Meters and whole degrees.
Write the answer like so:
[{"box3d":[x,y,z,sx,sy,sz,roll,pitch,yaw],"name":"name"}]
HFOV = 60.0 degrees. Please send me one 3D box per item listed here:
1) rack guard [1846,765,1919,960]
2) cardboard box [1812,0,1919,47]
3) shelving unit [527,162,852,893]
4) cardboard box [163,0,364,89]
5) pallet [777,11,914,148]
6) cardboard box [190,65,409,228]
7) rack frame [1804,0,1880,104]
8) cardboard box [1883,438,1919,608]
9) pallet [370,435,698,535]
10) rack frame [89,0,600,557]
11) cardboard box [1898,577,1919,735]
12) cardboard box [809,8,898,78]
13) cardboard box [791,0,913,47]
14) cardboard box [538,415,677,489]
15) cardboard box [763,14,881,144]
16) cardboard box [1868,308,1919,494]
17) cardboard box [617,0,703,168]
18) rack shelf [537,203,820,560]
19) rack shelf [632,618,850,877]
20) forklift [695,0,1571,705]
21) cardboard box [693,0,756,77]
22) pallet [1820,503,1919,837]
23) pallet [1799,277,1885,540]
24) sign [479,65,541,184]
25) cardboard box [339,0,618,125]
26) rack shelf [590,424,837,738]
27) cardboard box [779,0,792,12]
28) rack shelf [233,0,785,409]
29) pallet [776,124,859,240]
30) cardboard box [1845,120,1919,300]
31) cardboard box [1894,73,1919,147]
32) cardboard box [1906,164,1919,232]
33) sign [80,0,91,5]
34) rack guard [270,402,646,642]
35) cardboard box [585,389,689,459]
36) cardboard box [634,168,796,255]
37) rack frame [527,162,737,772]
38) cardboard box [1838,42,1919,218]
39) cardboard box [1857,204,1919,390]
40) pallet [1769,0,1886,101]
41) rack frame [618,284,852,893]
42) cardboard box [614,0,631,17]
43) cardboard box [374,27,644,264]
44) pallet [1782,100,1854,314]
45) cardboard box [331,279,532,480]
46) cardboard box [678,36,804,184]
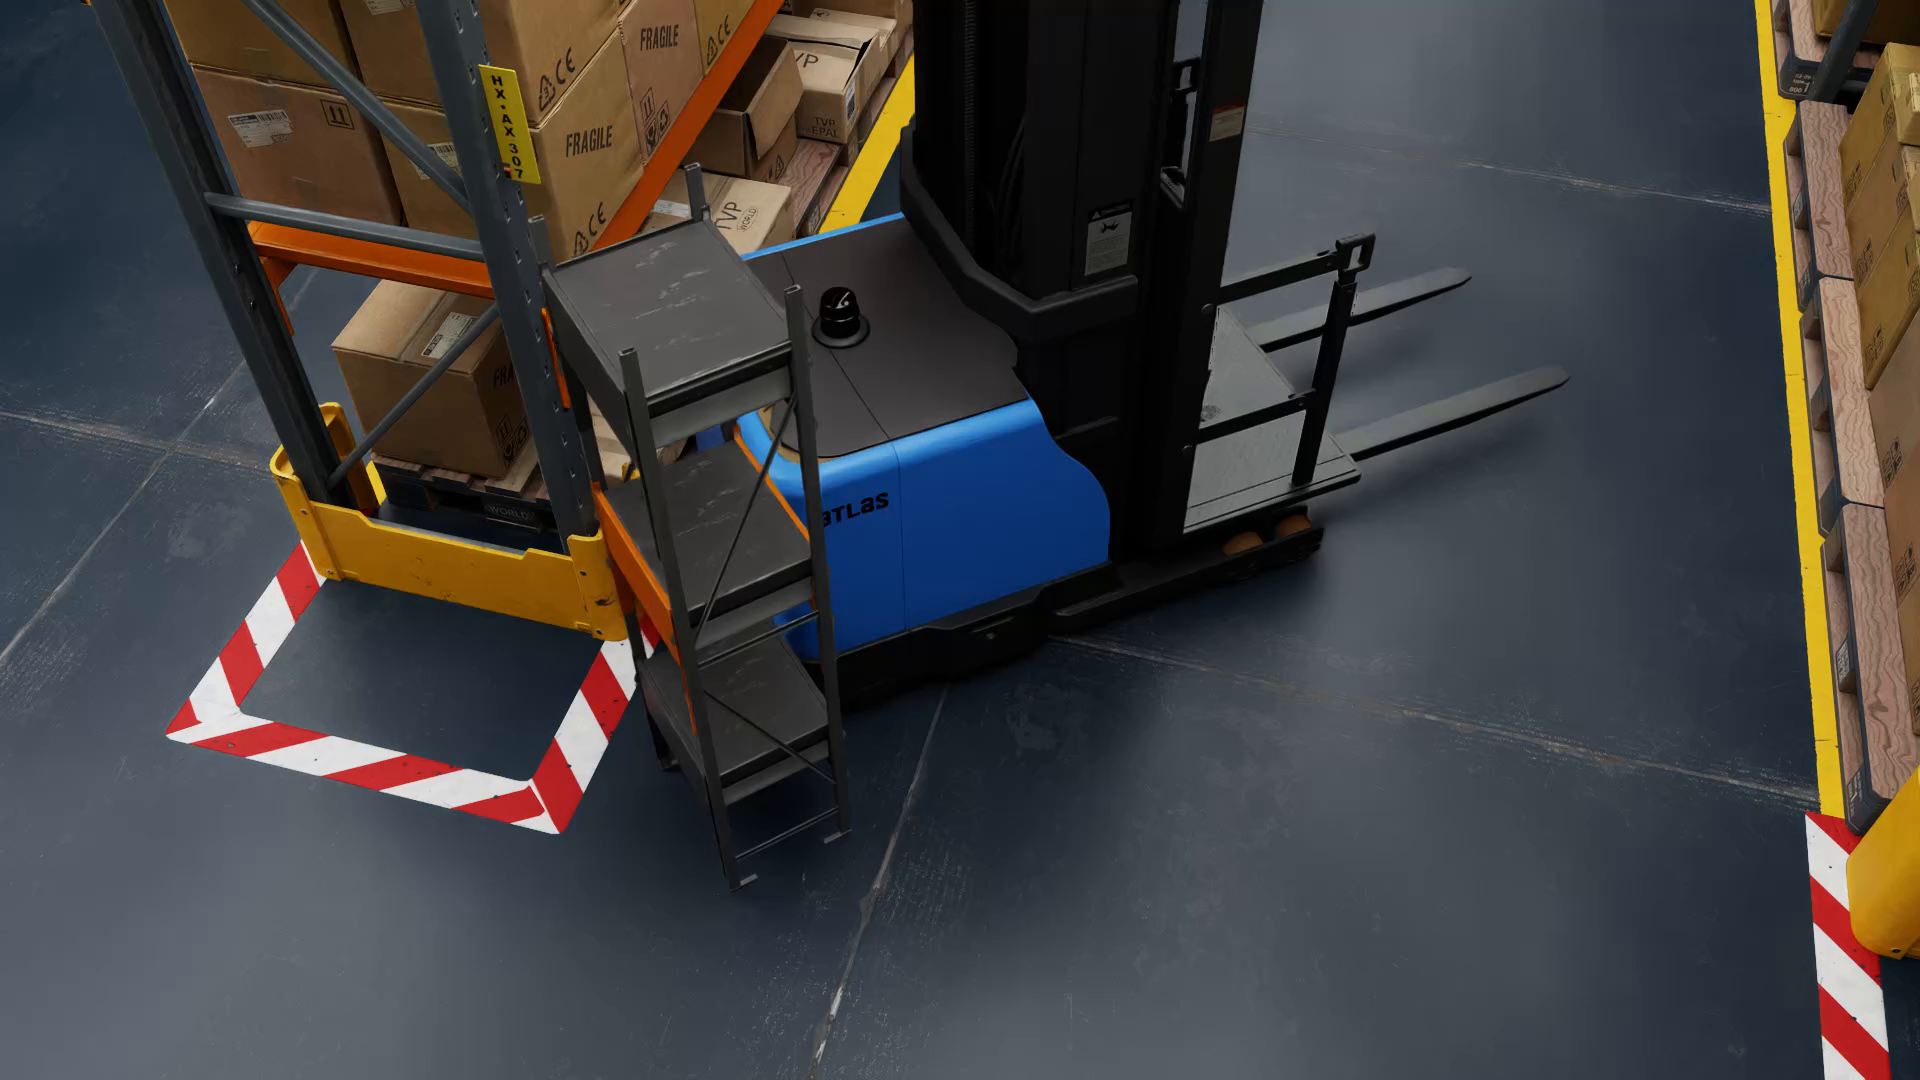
[{"box3d":[3.148,0.987,4.546,1.175,0.500,0.348,12,50,10],"name":"rack guard"},{"box3d":[4.253,-2.674,7.263,0.750,0.750,0.750,12,50,10],"name":"cardboard box"},{"box3d":[-0.624,0.095,4.266,0.431,2.100,0.503,-24,53,-20],"name":"shelving unit"},{"box3d":[-1.773,-1.573,4.404,0.500,0.500,0.500,11,50,10],"name":"cardboard box"},{"box3d":[-0.754,-2.306,7.645,1.003,0.211,1.213,12,50,10],"name":"pallet"},{"box3d":[-1.770,-1.243,4.780,0.500,0.500,0.500,13,50,11],"name":"cardboard box"},{"box3d":[4.208,-2.751,6.177,1.000,3.000,0.127,12,50,10],"name":"rack frame"},{"box3d":[3.374,-0.057,5.187,0.700,0.500,0.500,11,50,10],"name":"cardboard box"},{"box3d":[-1.396,-0.541,6.087,1.003,0.211,1.213,12,50,10],"name":"pallet"},{"box3d":[-1.625,-0.832,4.484,1.000,3.000,0.127,12,50,10],"name":"rack frame"},{"box3d":[3.243,0.305,4.868,0.700,0.500,0.500,12,50,10],"name":"cardboard box"},{"box3d":[-0.490,-2.177,7.279,0.380,0.149,0.250,12,50,10],"name":"cardboard box"},{"box3d":[-0.449,-2.576,7.397,0.500,0.500,0.500,12,50,10],"name":"cardboard box"},{"box3d":[-1.183,-0.270,5.595,0.380,0.149,0.250,12,50,10],"name":"cardboard box"},{"box3d":[-0.646,-1.971,6.989,0.500,0.311,0.500,12,50,10],"name":"cardboard box"},{"box3d":[3.506,-0.421,5.508,0.700,0.500,0.500,10,49,9],"name":"cardboard box"},{"box3d":[-1.123,-1.509,5.014,0.500,0.500,0.500,11,50,10],"name":"cardboard box"},{"box3d":[-0.624,-0.360,3.752,0.431,0.518,0.480,-24,53,-20],"name":"rack shelf"},{"box3d":[-0.624,0.567,4.801,0.431,0.518,0.480,-24,53,-20],"name":"rack shelf"},{"box3d":[0.677,-1.183,4.839,3.031,2.935,1.130,-18,51,-15],"name":"forklift"},{"box3d":[-0.988,-1.871,5.334,0.500,0.500,0.500,11,50,10],"name":"cardboard box"},{"box3d":[3.290,0.471,5.193,1.003,0.211,1.213,12,50,10],"name":"pallet"},{"box3d":[3.613,-0.408,5.970,1.003,0.211,1.213,12,50,10],"name":"pallet"},{"box3d":[-1.102,-1.012,4.065,0.100,0.325,0.005,12,50,10],"name":"sign"},{"box3d":[-1.254,-1.465,4.309,0.500,0.500,0.500,13,50,11],"name":"cardboard box"},{"box3d":[-0.624,0.104,4.276,0.431,0.518,0.480,-24,53,-20],"name":"rack shelf"},{"box3d":[-0.892,-2.721,7.650,0.500,0.311,0.500,12,50,10],"name":"cardboard box"},{"box3d":[-1.099,-2.041,6.031,1.077,0.370,4.000,12,50,10],"name":"rack shelf"},{"box3d":[-1.073,-1.421,6.864,1.003,0.211,1.213,12,50,10],"name":"pallet"},{"box3d":[3.776,-1.179,6.177,0.700,0.500,0.500,11,50,10],"name":"cardboard box"},{"box3d":[3.646,-1.545,6.067,0.380,0.149,0.250,13,50,11],"name":"cardboard box"},{"box3d":[3.508,-1.167,5.734,0.380,0.149,0.250,10,49,9],"name":"cardboard box"},{"box3d":[-2.155,-1.444,4.041,0.100,0.325,0.005,12,50,10],"name":"sign"},{"box3d":[-1.605,-0.060,5.470,1.175,0.500,0.348,12,50,10],"name":"rack guard"},{"box3d":[-1.118,-0.456,5.748,0.380,0.166,0.250,12,50,10],"name":"cardboard box"},{"box3d":[-0.945,-1.129,6.286,0.500,0.250,0.500,12,50,10],"name":"cardboard box"},{"box3d":[-0.749,-0.063,4.405,0.400,2.100,0.015,-24,53,-20],"name":"rack frame"},{"box3d":[3.912,-1.542,6.497,0.700,0.500,0.500,12,50,11],"name":"cardboard box"},{"box3d":[3.639,-0.808,5.850,0.700,0.500,0.500,13,50,11],"name":"cardboard box"},{"box3d":[4.338,-2.401,7.728,1.003,0.211,1.213,12,50,10],"name":"pallet"},{"box3d":[-0.499,0.252,4.127,0.400,2.100,0.015,-24,53,-20],"name":"rack frame"},{"box3d":[-1.124,-1.845,4.644,0.500,0.500,0.500,12,50,10],"name":"cardboard box"},{"box3d":[-1.254,-1.134,4.684,0.500,0.500,0.500,13,50,11],"name":"cardboard box"},{"box3d":[3.932,-1.294,6.751,1.003,0.211,1.213,12,50,10],"name":"pallet"},{"box3d":[-1.720,-0.593,5.646,0.500,0.500,0.500,12,50,10],"name":"cardboard box"},{"box3d":[-1.062,-1.685,6.608,0.797,0.503,0.637,12,50,10],"name":"cardboard box"}]
